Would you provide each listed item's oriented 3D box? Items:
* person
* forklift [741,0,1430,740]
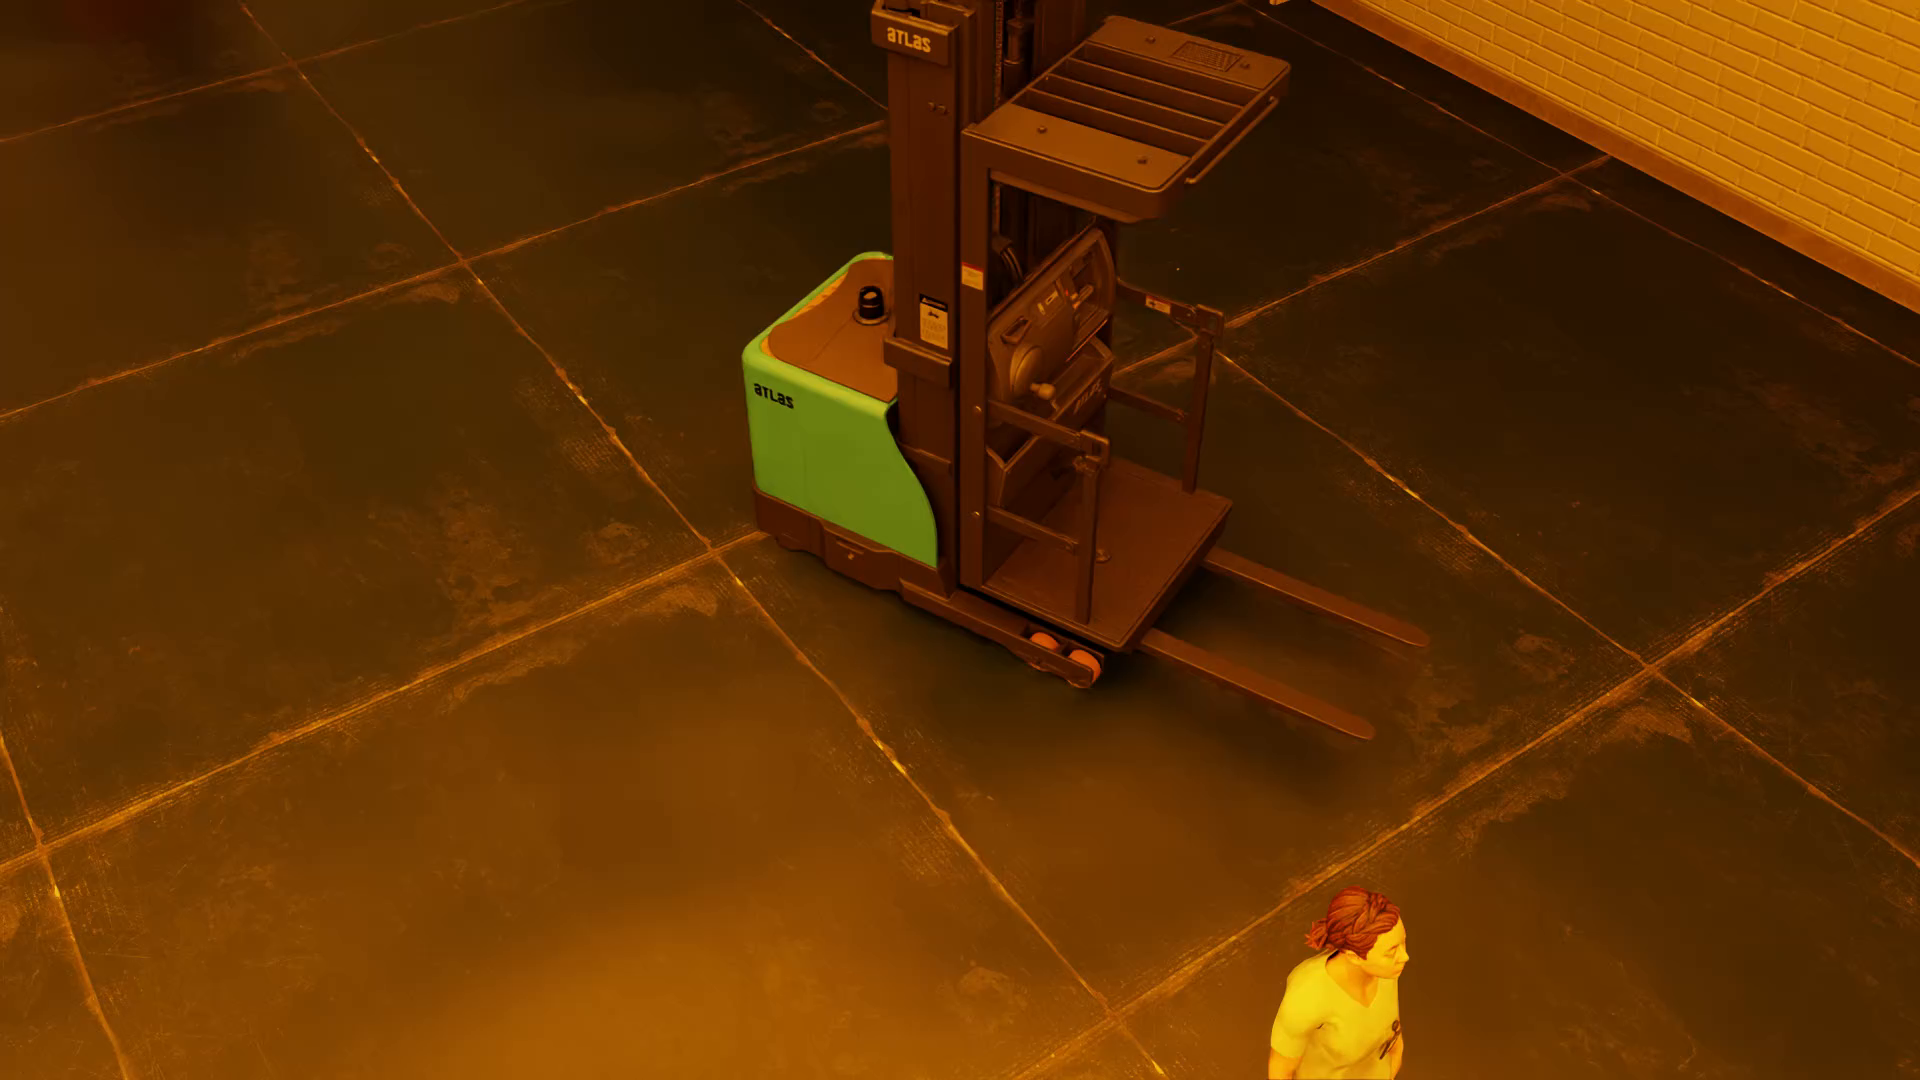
[{"bbox_3d":[1.128,1.650,4.842,0.548,1.674,0.549,-30,50,-28],"label":"person"},{"bbox_3d":[0.552,-0.852,6.640,3.031,2.935,1.130,23,47,23],"label":"forklift"}]
